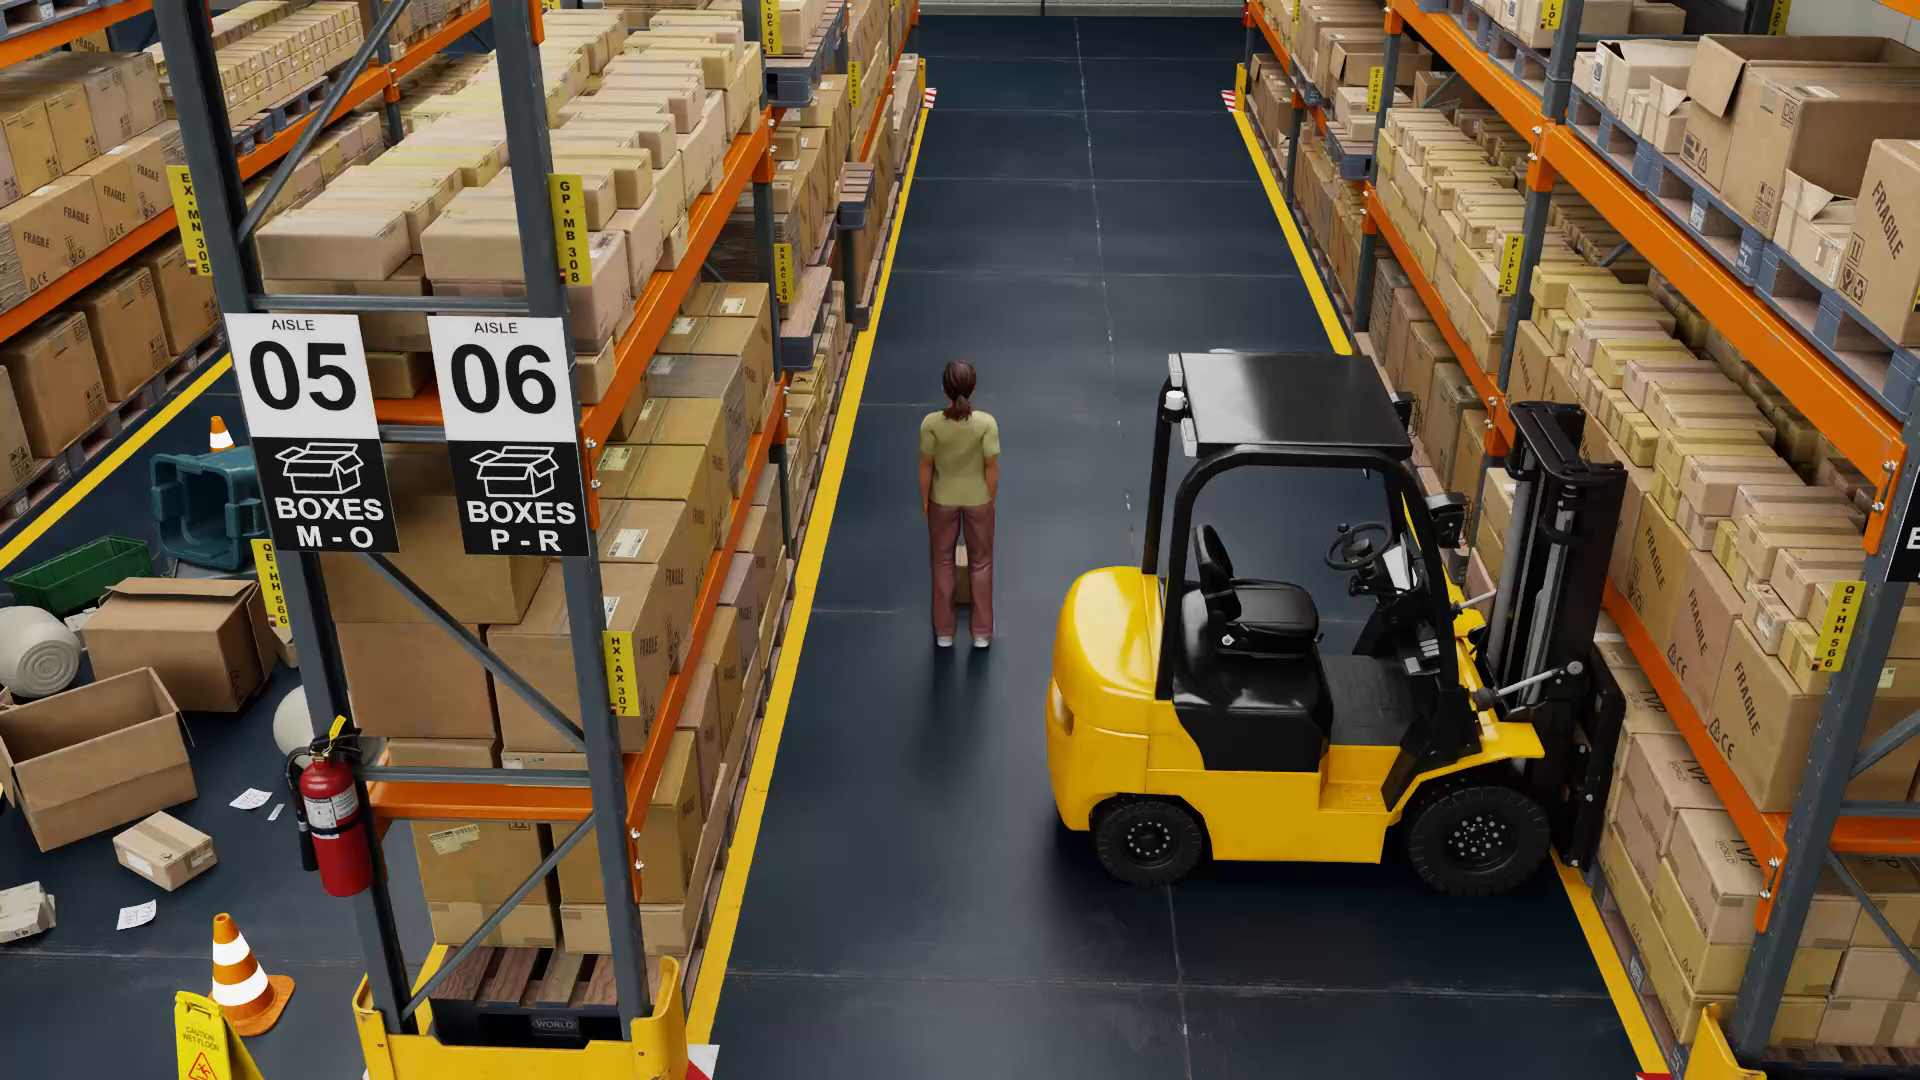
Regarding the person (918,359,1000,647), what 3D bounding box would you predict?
[{"bbox_3d":[-0.005,-0.186,8.988,0.438,1.674,0.353,0,28,1],"label":"person"}]
